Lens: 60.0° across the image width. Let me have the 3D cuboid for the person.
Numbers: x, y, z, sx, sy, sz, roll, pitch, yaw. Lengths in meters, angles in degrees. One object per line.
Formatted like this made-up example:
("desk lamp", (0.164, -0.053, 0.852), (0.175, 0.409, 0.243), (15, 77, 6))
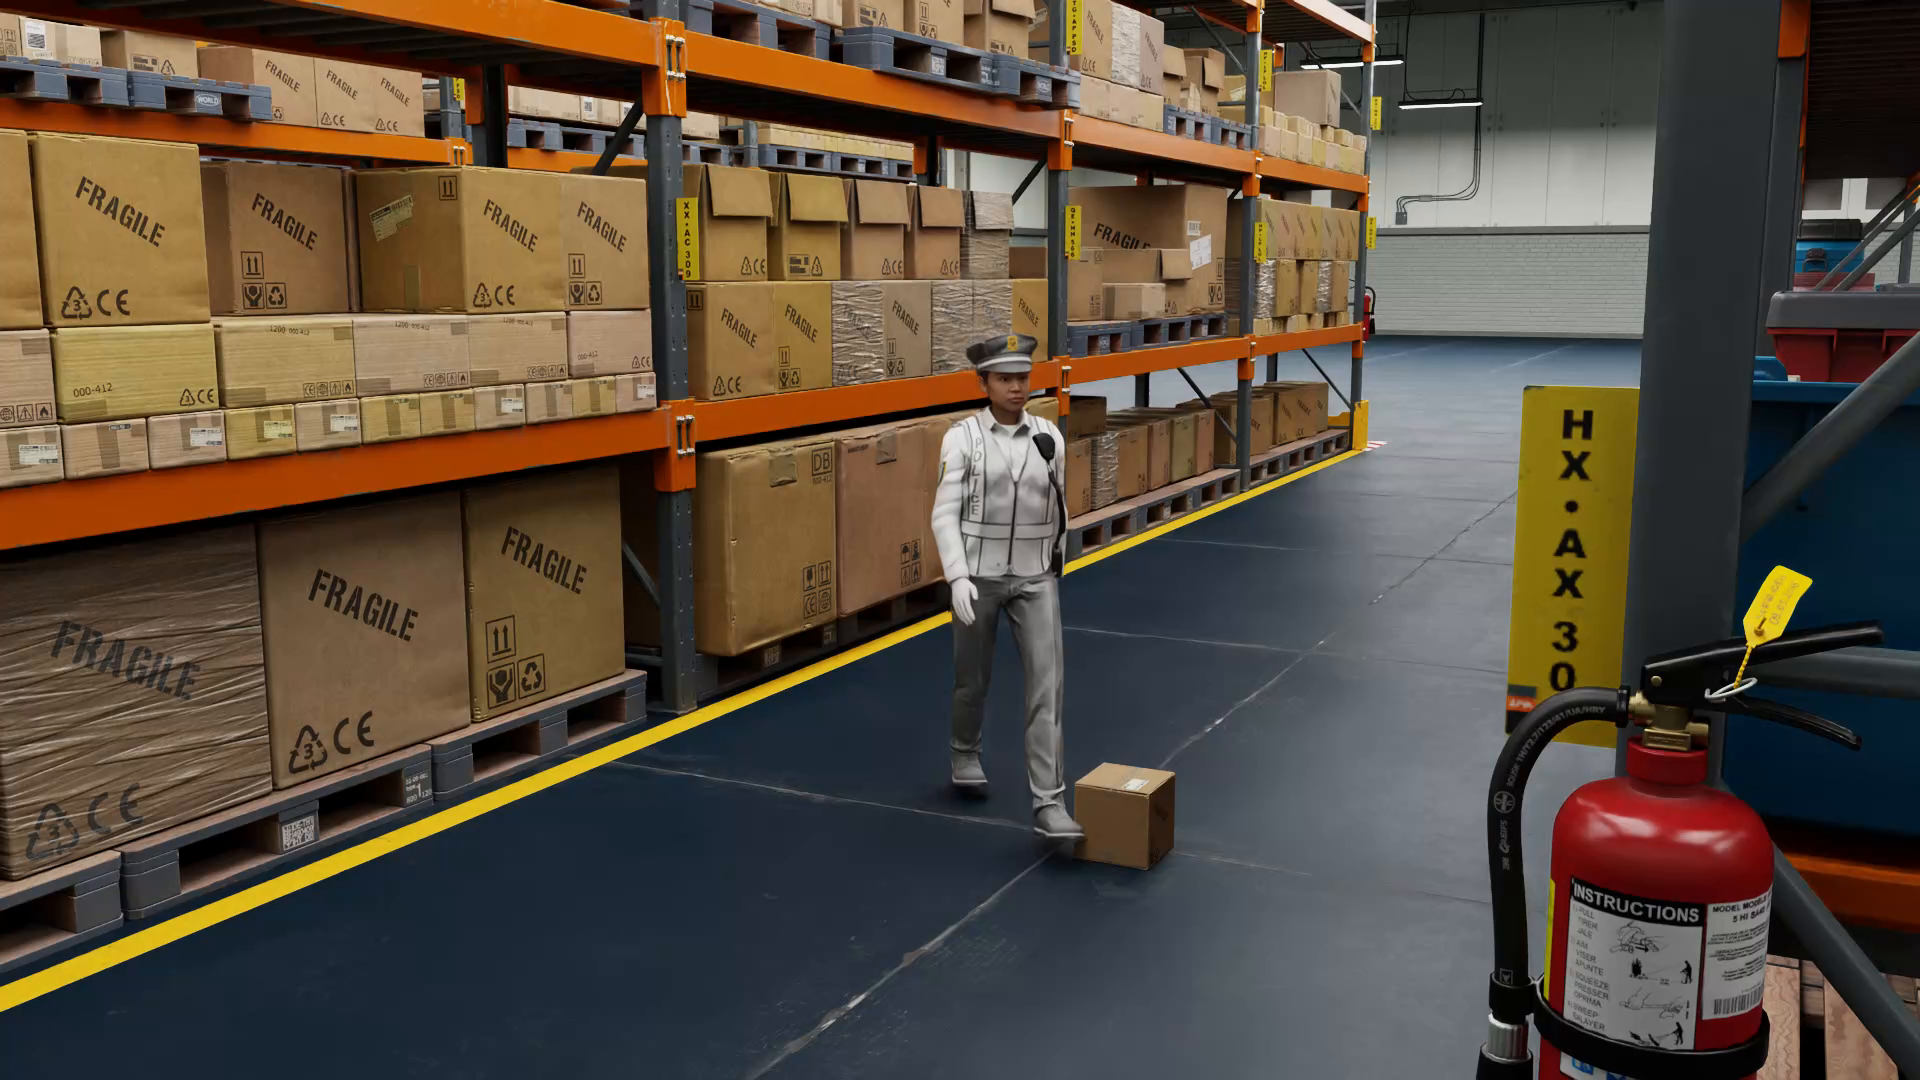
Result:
("person", (0.154, 0.128, 5.529), (0.499, 1.625, 0.985), (-1, 9, -8))
